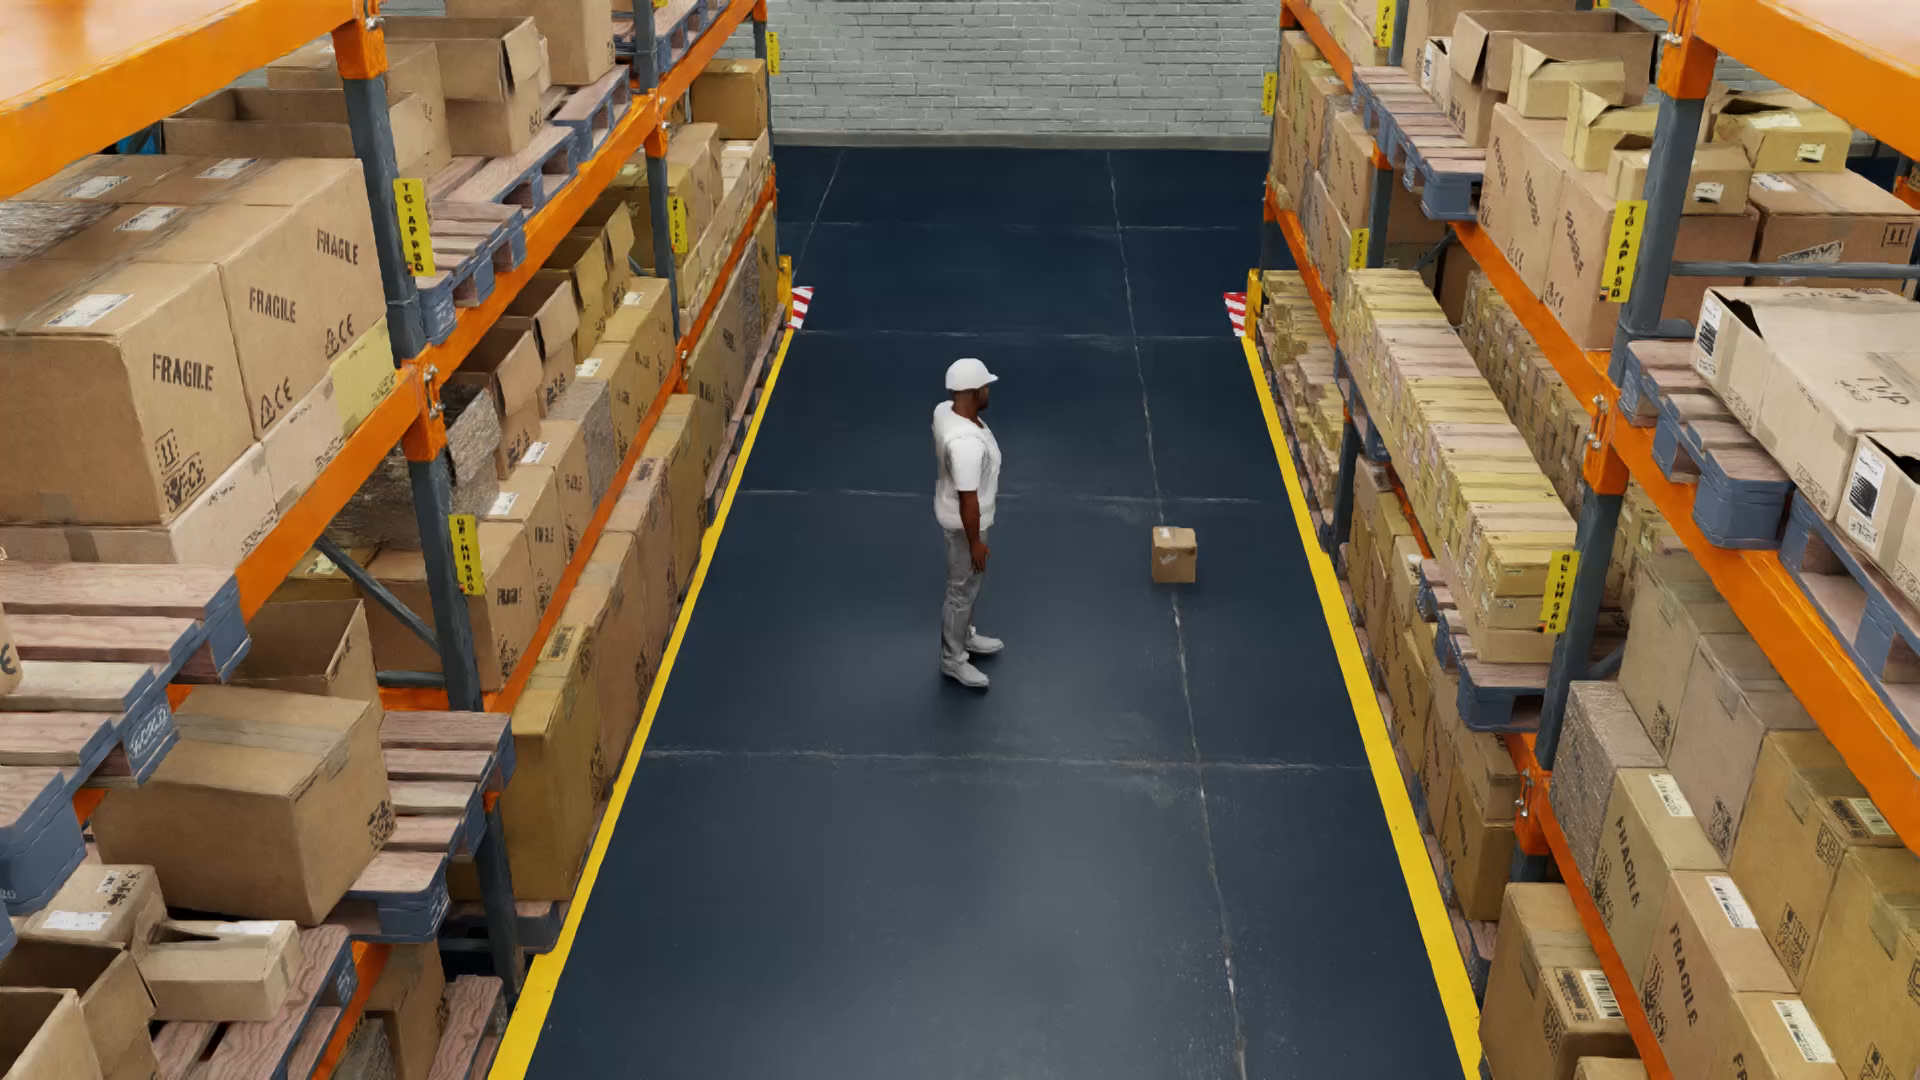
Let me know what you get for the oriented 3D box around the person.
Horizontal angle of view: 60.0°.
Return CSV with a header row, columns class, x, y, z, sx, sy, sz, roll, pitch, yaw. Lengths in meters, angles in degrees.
class,x,y,z,sx,sy,sz,roll,pitch,yaw
person,0.056,-0.122,8.764,0.386,1.774,0.646,-2,28,-4
